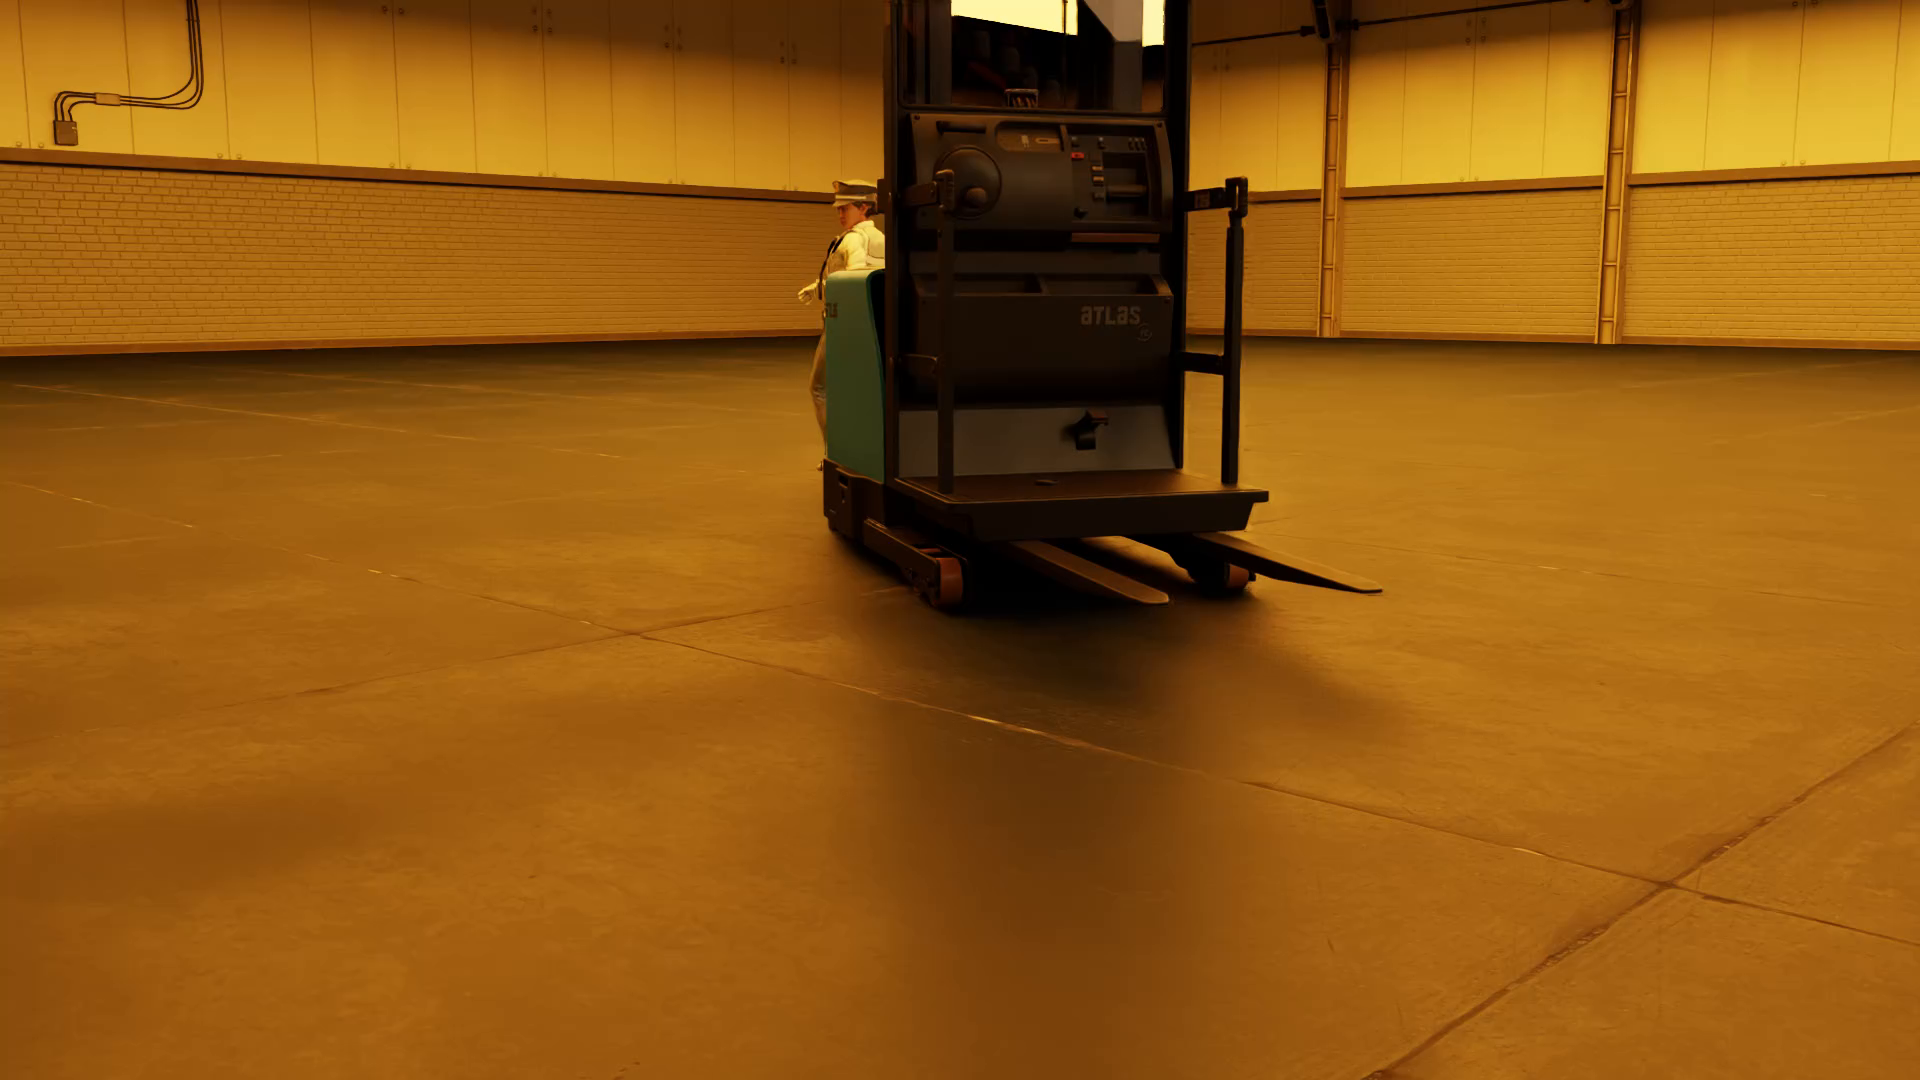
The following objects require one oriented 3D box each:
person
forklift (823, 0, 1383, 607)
[{"bbox_3d":[-0.561,-1.115,8.879,0.539,1.585,0.776,-8,12,-42],"label":"person"},{"bbox_3d":[0.349,-1.299,5.502,1.130,2.935,3.031,-3,9,-17],"label":"forklift"}]
